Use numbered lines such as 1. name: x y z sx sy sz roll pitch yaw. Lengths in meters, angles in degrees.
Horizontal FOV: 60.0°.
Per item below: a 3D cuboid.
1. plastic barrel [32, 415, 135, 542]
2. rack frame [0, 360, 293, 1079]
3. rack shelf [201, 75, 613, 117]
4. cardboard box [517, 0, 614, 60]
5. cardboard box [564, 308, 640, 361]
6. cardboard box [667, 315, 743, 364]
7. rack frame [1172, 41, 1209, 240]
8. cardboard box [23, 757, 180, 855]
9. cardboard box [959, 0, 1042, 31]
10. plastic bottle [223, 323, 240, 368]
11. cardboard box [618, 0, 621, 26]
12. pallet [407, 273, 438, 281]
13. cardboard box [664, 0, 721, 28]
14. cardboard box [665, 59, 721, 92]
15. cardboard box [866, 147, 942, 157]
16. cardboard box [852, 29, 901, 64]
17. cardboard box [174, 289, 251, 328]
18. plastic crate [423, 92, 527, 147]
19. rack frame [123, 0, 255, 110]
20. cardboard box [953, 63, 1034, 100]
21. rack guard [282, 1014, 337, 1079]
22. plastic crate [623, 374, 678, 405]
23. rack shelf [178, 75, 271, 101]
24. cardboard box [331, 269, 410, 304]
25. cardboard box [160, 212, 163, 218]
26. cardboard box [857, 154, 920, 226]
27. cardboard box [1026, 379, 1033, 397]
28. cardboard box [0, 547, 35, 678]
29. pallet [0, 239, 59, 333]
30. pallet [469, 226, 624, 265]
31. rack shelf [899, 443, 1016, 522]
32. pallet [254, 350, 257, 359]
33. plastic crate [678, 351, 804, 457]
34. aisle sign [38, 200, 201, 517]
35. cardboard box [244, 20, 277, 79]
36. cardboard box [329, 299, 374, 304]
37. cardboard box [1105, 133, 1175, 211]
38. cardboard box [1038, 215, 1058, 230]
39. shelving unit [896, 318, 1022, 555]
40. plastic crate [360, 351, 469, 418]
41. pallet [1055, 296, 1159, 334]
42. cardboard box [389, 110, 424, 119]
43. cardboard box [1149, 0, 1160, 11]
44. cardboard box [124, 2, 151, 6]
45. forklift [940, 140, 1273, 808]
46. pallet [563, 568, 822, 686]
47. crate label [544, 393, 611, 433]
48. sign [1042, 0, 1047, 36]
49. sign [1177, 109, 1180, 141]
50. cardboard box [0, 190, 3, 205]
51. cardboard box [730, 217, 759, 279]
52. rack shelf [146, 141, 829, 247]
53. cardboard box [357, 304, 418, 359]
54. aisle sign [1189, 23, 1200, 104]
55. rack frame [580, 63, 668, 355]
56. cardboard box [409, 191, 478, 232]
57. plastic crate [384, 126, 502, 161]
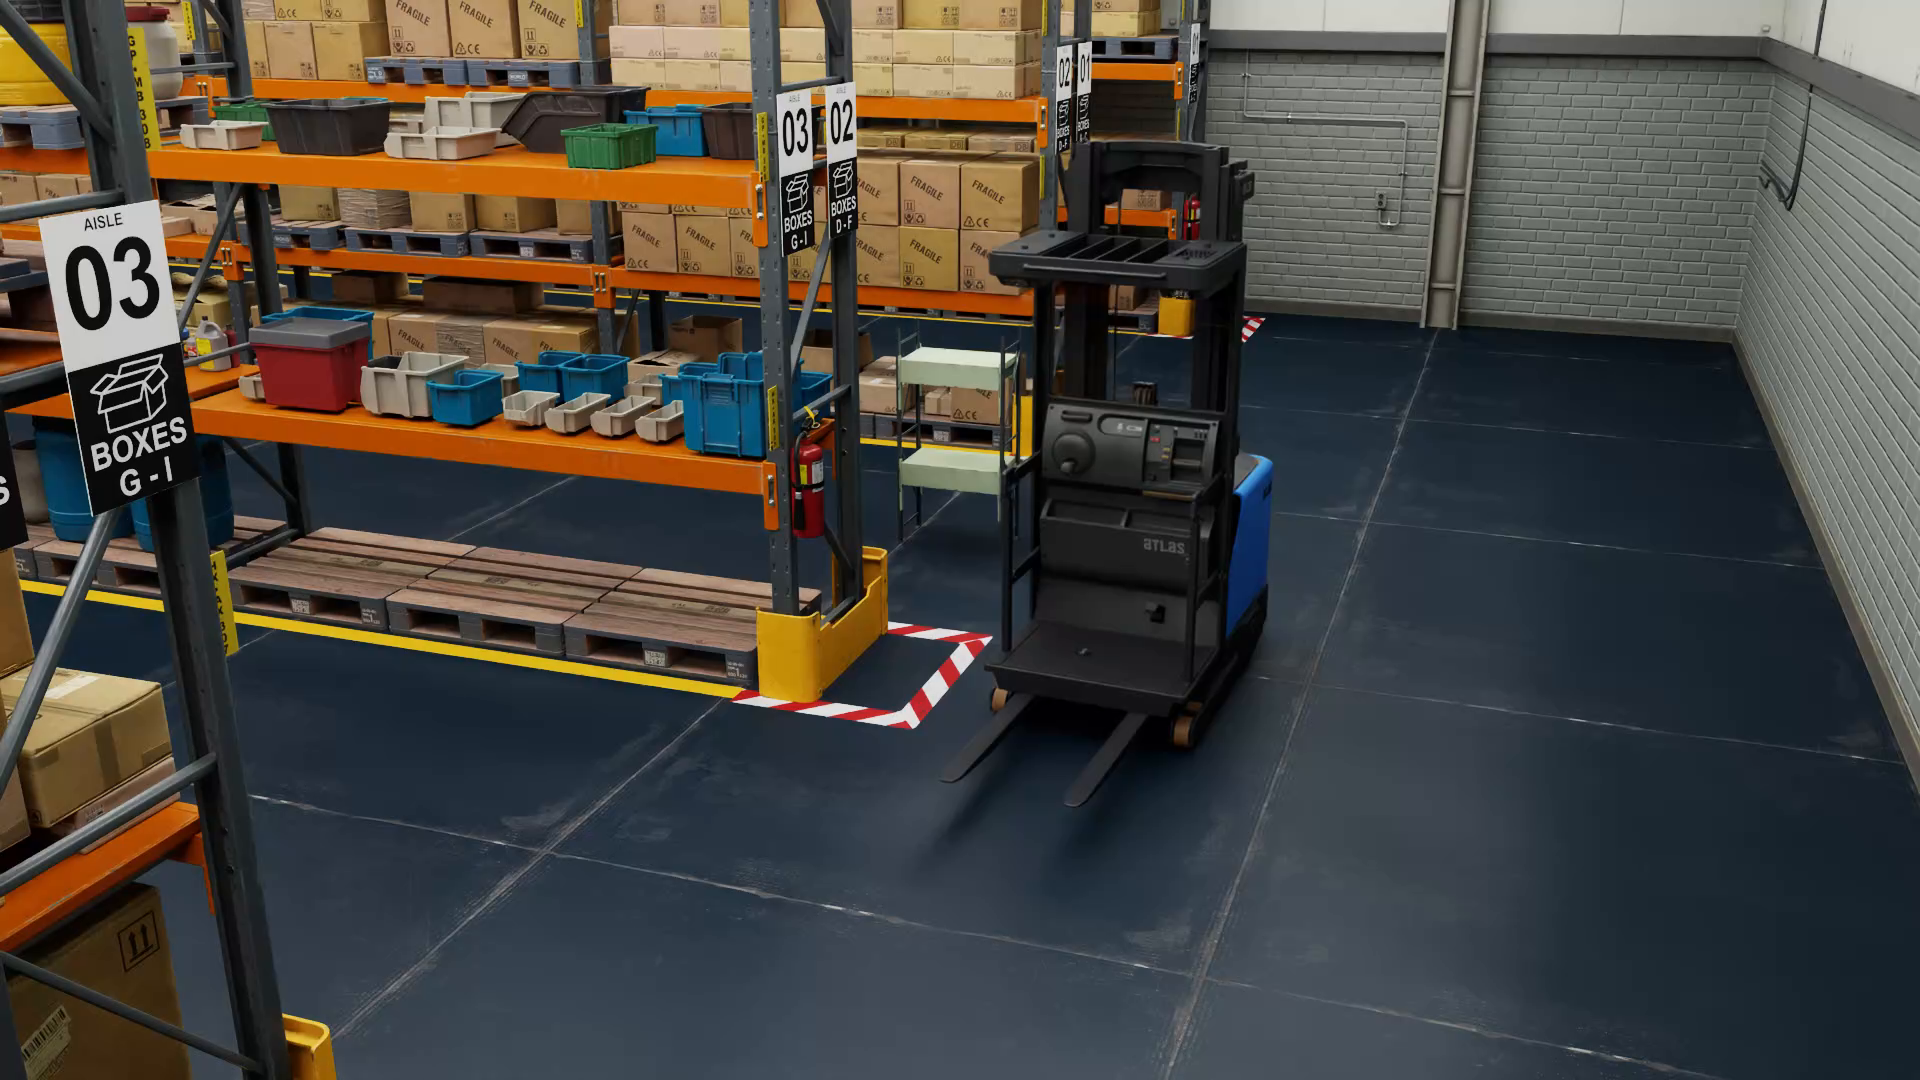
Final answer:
1. plastic barrel: -5.751 -0.502 11.010 0.708 0.901 0.600 7 20 18
2. rack frame: -2.421 0.818 4.673 0.127 3.000 1.000 7 20 18
3. rack shelf: -4.834 -3.987 14.992 4.000 0.370 1.077 7 20 18
4. cardboard box: -3.396 -4.480 14.374 0.600 0.600 0.600 5 20 13
5. cardboard box: -3.322 -1.849 15.454 0.500 0.500 0.500 6 20 16
6. cardboard box: -2.313 -1.748 15.163 0.500 0.500 0.500 7 20 18
7. rack frame: 2.456 -3.803 17.928 0.127 3.000 1.000 7 20 18
8. cardboard box: -2.648 0.795 5.119 0.250 0.149 0.380 7 20 19
9. cardboard box: 0.343 -4.248 12.978 0.500 0.500 0.700 7 20 18
10. plastic bottle: -4.780 -1.271 10.844 0.133 0.283 0.061 7 20 18
11. cardboard box: -3.588 -6.199 19.425 0.500 0.500 0.700 8 21 21
12. pallet: -6.987 -3.567 21.489 1.213 0.211 1.003 7 20 18
13. cardboard box: -2.047 -4.491 13.675 0.500 0.500 0.700 7 20 18
14. cardboard box: -2.096 -3.855 13.749 0.500 0.250 0.500 7 20 18
15. cardboard box: -0.466 -3.021 14.015 0.500 0.500 0.500 7 20 19
16. cardboard box: -0.679 -3.929 13.202 0.500 0.250 0.500 7 20 18
17. cardboard box: -7.299 -2.271 16.221 0.500 0.311 0.500 7 20 19
18. plastic crate: -2.788 -2.418 9.579 0.530 0.282 0.437 7 20 18
19. rack frame: -4.574 -3.987 9.343 0.127 3.000 1.000 7 20 18
20. cardboard box: 0.262 -3.581 12.963 0.500 0.250 0.500 7 20 18
21. rack guard: -2.398 2.001 5.077 0.348 0.500 1.175 7 20 18
22. plastic crate: -1.837 -0.889 9.878 0.298 0.136 0.250 7 20 18
23. rack shelf: -8.612 -4.419 16.232 4.000 0.370 1.077 7 20 18
24. cardboard box: -5.708 -2.475 16.109 0.500 0.250 0.500 7 21 20
25. cardboard box: -7.946 -3.128 16.373 0.250 0.149 0.380 8 21 22
26. cardboard box: -0.646 -2.853 13.532 0.500 0.500 0.500 7 20 20
27. cardboard box: 0.551 -1.276 14.341 0.250 0.149 0.380 7 20 18
28. cardboard box: -3.258 0.204 5.070 0.500 0.500 0.500 6 20 17
29. pallet: -3.125 -0.634 4.414 1.213 0.211 1.003 7 20 18
30. pallet: -3.664 -2.724 15.124 1.213 0.211 1.003 7 20 18
31. rack shelf: -0.006 -0.401 11.439 0.720 0.370 0.431 7 20 18
32. pallet: -7.488 -1.910 16.736 1.213 0.211 1.003 7 20 18
33. plastic crate: -1.173 -0.745 9.012 0.499 0.435 0.616 7 20 18
34. aisle sign: -2.254 -0.495 4.490 0.004 0.787 0.394 7 20 18
35. cardboard box: -6.300 -4.553 15.372 0.500 0.500 0.910 7 20 18
36. cardboard box: -5.763 -2.125 16.246 0.500 0.500 0.500 7 21 20
37. cardboard box: 1.971 -3.996 18.028 0.700 0.700 0.980 7 21 21
38. cardboard box: 0.501 -2.439 13.864 0.500 0.500 0.500 7 20 19
39. shelving unit: -0.006 -0.709 11.331 0.755 1.500 0.431 7 20 18
40. plastic crate: -3.192 -0.904 9.703 0.530 0.282 0.437 7 20 18
41. pallet: 1.675 -2.548 18.565 1.213 0.211 1.003 7 20 18
42. cardboard box: -6.733 -5.097 20.821 0.500 0.500 0.700 7 20 18
43. cardboard box: 1.846 -5.902 17.691 0.500 0.500 0.500 6 20 16
44. cardboard box: -10.447 -6.656 21.375 0.500 0.500 0.500 6 20 16
45. forklift: 0.804 -0.476 8.489 1.130 2.935 3.031 8 21 22
46. pallet: -1.562 0.493 9.840 1.213 0.211 1.003 7 20 18
47. crate label: -2.165 -0.716 9.383 0.243 0.136 0.396 7 20 18
48. sign: 0.633 -3.926 12.380 0.005 0.325 0.100 7 20 18
49. sign: 2.265 -4.294 17.219 0.005 0.325 0.100 7 20 18
50. cardboard box: -10.022 -3.448 17.138 0.500 0.250 0.500 8 21 21
51. cardboard box: -1.596 -2.492 14.017 0.500 0.500 0.500 6 20 18
52. rack shelf: -2.684 -2.015 9.335 4.000 0.370 1.077 7 20 18
53. cardboard box: -5.418 -1.905 15.613 0.500 0.500 0.500 6 20 17
54. aisle sign: 2.425 -4.929 17.210 0.004 0.787 0.394 7 20 18
55. rack frame: -2.945 -2.694 14.748 0.127 3.000 1.000 7 20 18
56. cardboard box: -4.634 -3.111 15.155 0.500 0.500 0.700 1 19 4
57. plastic crate: -2.829 -2.160 9.060 0.530 0.136 0.437 7 20 18
